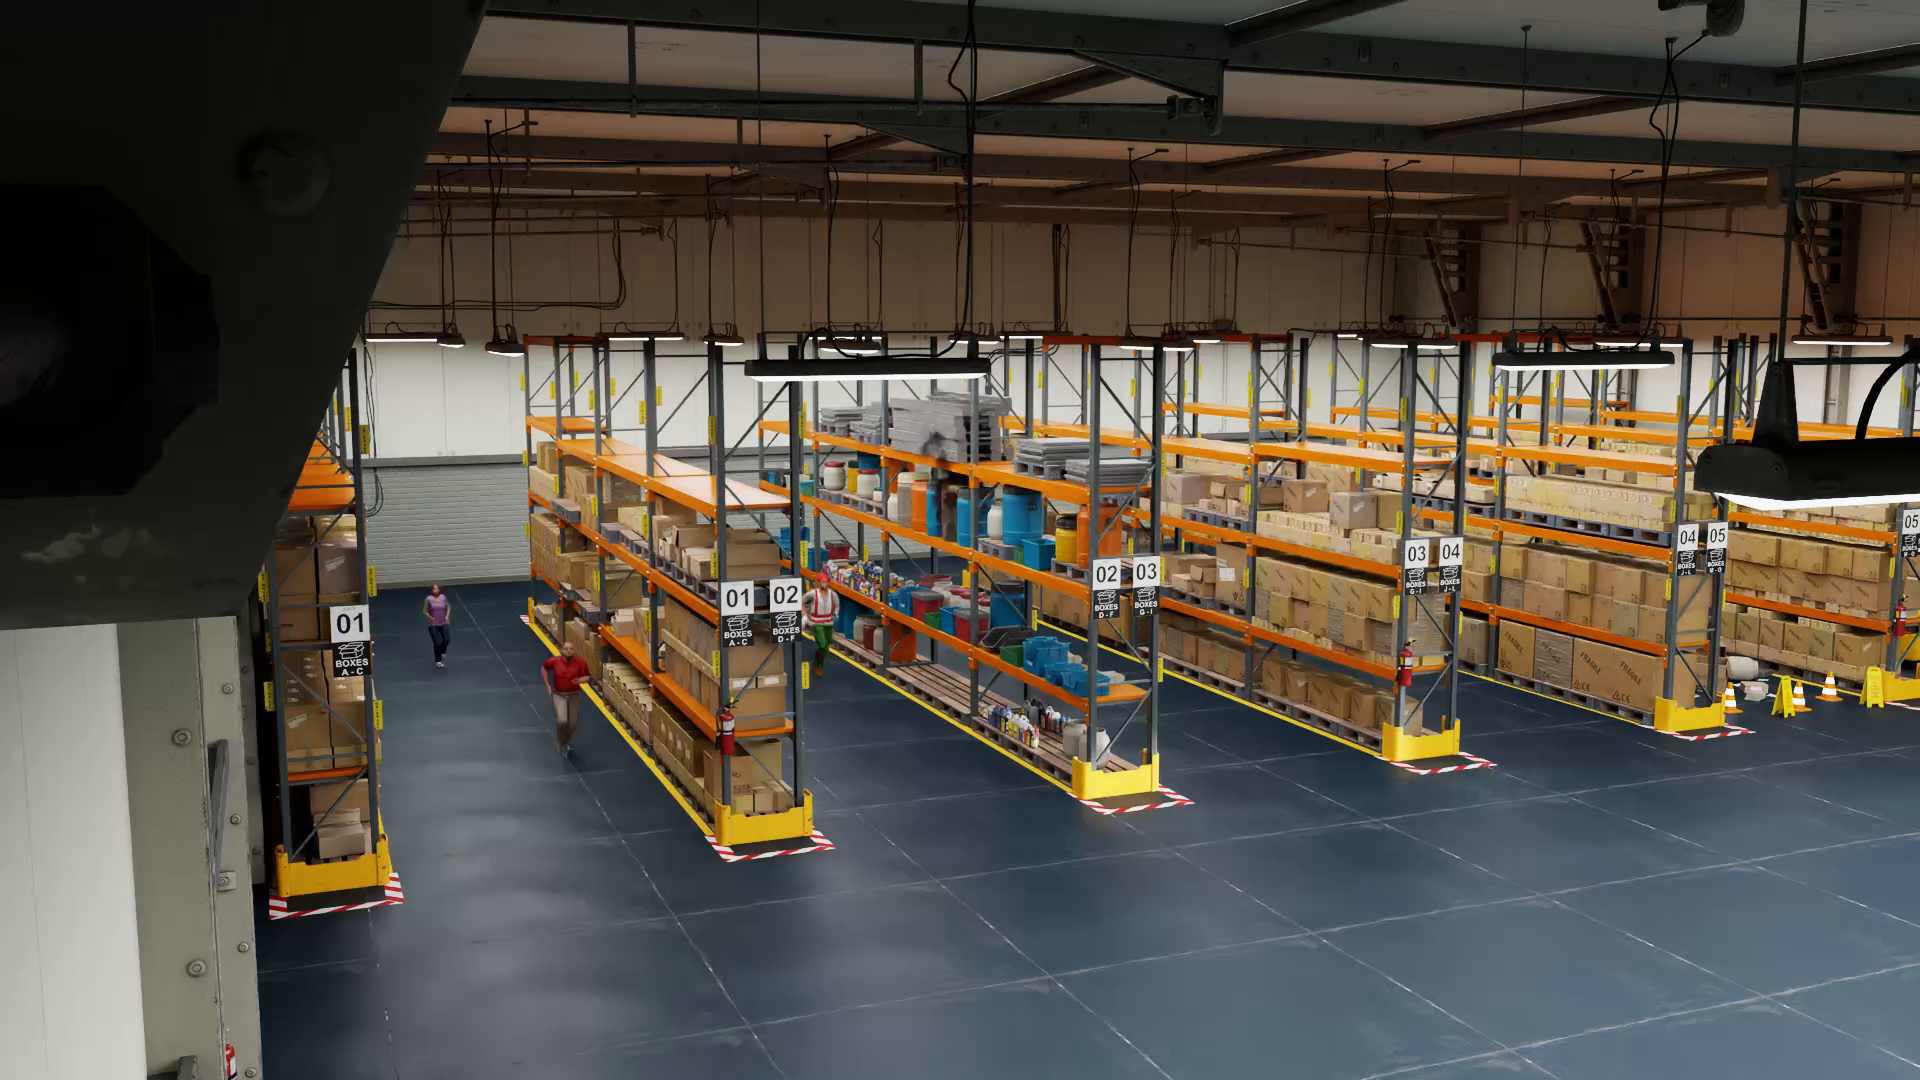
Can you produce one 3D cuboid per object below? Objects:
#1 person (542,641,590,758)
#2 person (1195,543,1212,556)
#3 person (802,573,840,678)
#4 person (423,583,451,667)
[{"bbox_3d":[-5.680,2.302,24.057,0.639,1.716,0.765,-3,8,-23],"label":"person"},{"bbox_3d":[6.143,-0.108,42.350,0.843,1.707,0.535,-3,8,-19],"label":"person"},{"bbox_3d":[-2.318,1.448,28.061,0.655,1.791,0.738,-4,9,-29],"label":"person"},{"bbox_3d":[-9.461,1.549,30.169,0.510,1.556,0.519,-4,9,-29],"label":"person"}]
